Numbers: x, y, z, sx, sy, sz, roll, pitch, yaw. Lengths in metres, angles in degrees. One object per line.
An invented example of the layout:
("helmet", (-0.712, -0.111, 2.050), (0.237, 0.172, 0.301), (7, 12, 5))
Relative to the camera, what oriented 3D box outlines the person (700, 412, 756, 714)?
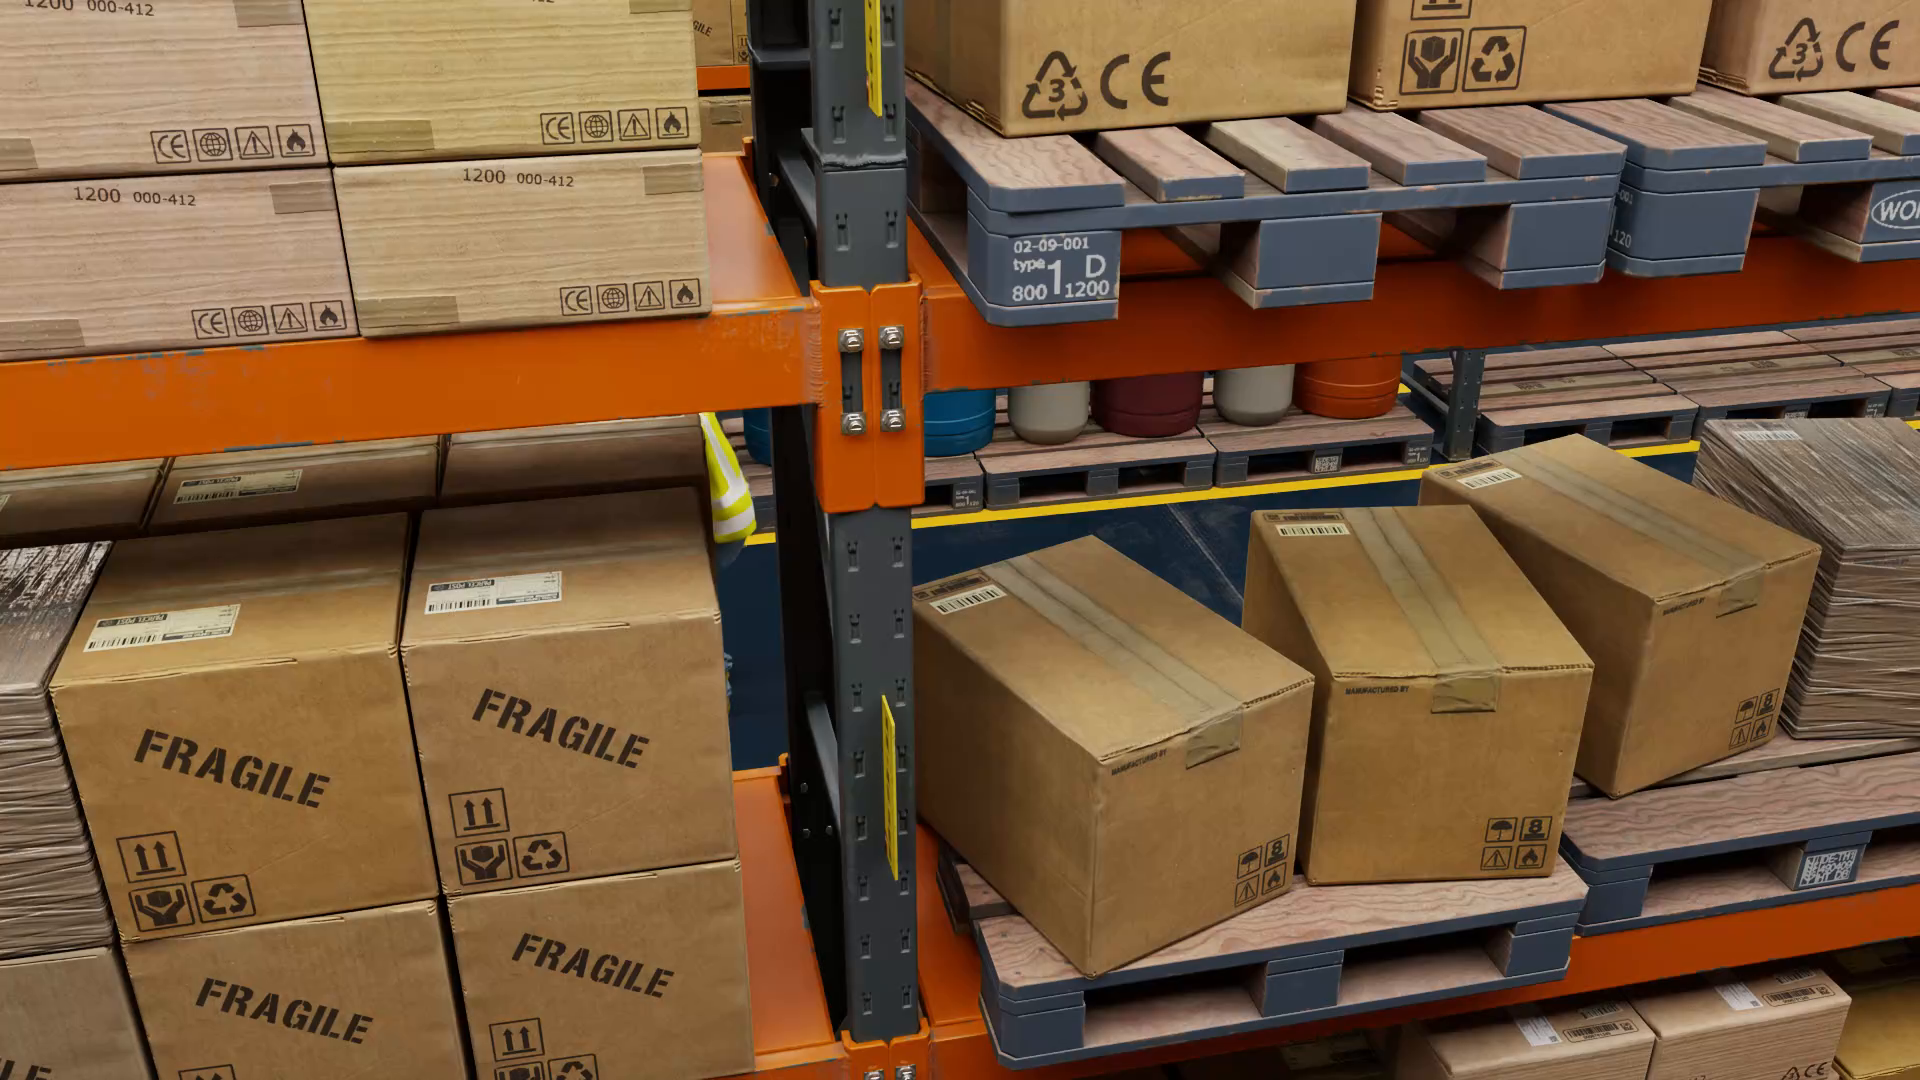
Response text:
("person", (-6.711, -7.996, 13.984), (7.215, 9.003, 23.245), (-6, 27, -11))
